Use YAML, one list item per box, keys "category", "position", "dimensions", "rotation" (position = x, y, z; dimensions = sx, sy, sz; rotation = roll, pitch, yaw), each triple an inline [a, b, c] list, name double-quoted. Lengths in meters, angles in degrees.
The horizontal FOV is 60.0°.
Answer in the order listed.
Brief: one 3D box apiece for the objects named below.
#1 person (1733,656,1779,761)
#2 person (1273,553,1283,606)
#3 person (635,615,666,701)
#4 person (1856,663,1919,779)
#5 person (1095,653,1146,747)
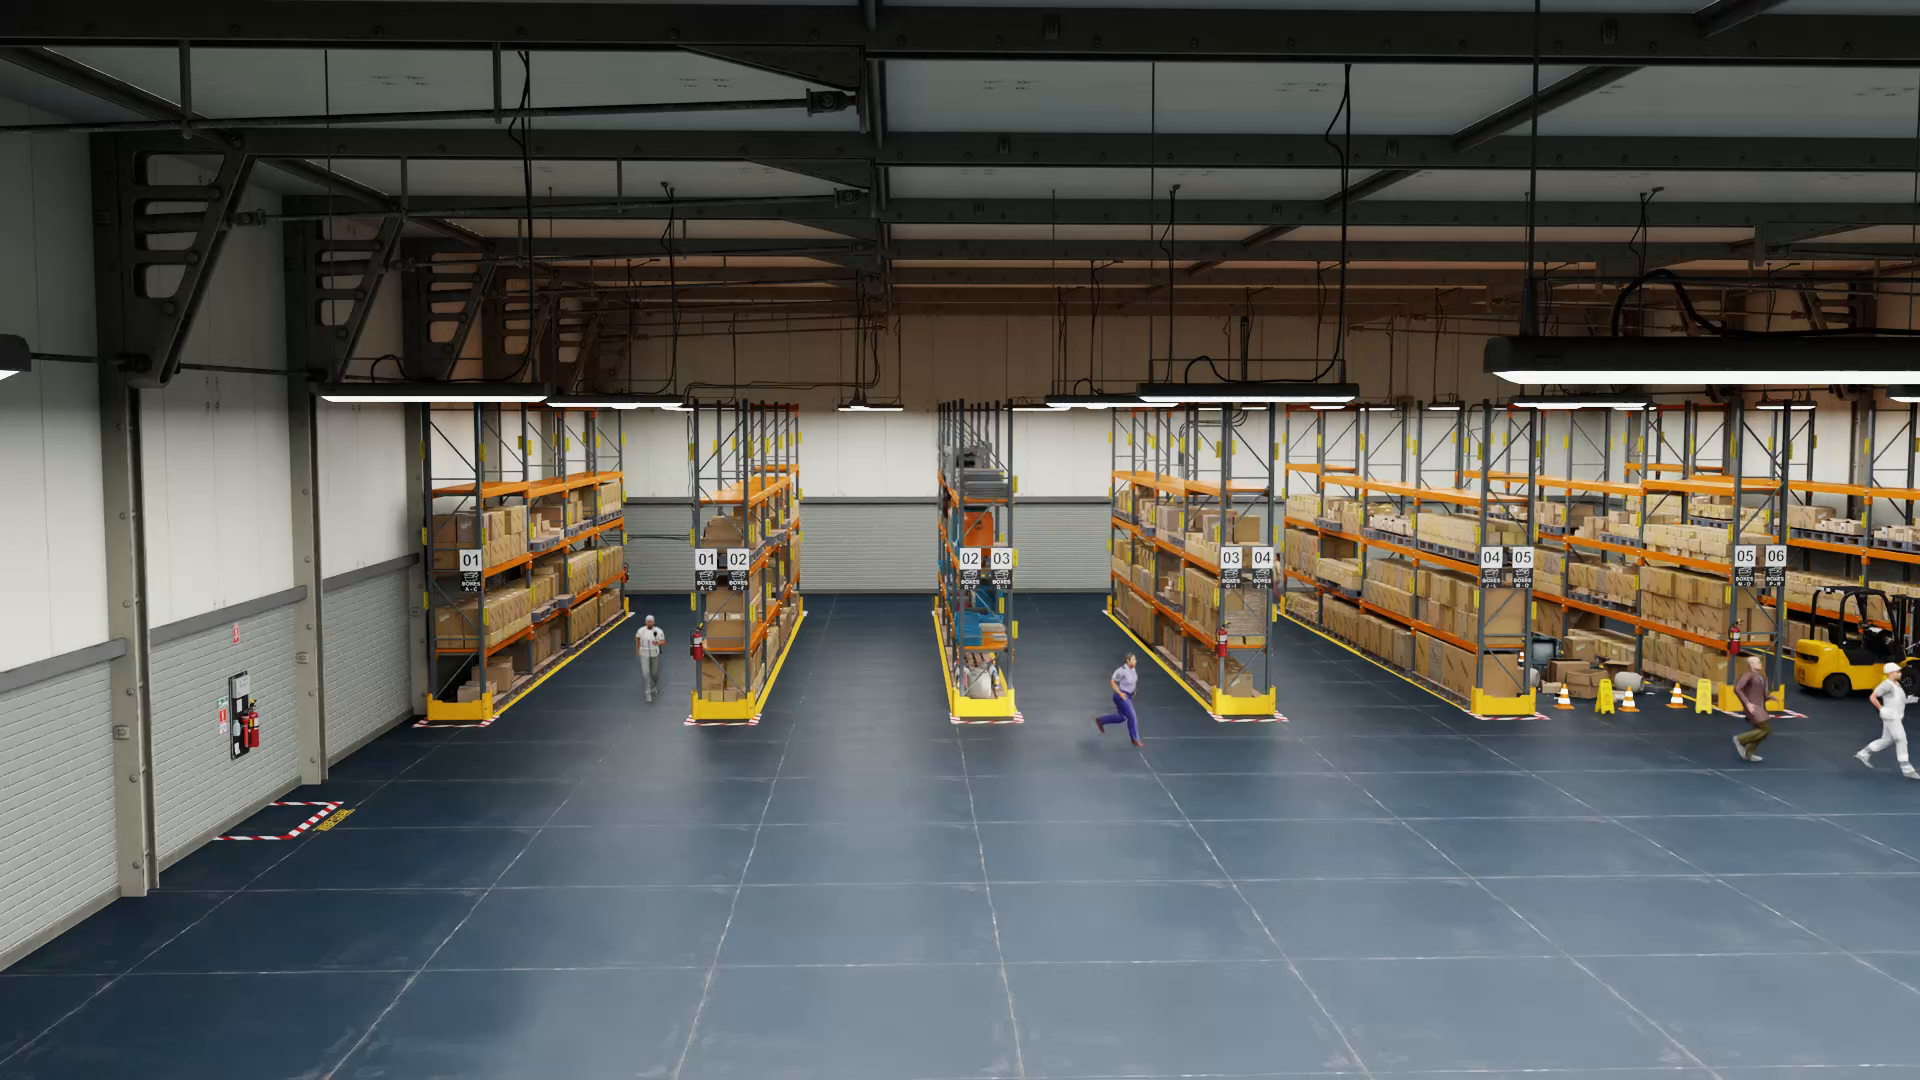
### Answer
- category: "person"
  position: [13.092, 2.777, 27.331]
  dimensions: [0.633, 1.730, 0.715]
  rotation: [4, 6, 41]
- category: "person"
  position: [9.276, 1.200, 48.818]
  dimensions: [0.816, 1.674, 0.594]
  rotation: [-1, 4, -14]
- category: "person"
  position: [-6.213, 2.333, 33.396]
  dimensions: [0.599, 1.668, 0.919]
  rotation: [-1, 4, -11]
- category: "person"
  position: [14.669, 2.812, 26.178]
  dimensions: [1.005, 1.770, 0.658]
  rotation: [4, 6, 39]
- category: "person"
  position: [2.772, 2.756, 28.779]
  dimensions: [0.973, 1.650, 0.605]
  rotation: [2, 5, 27]
